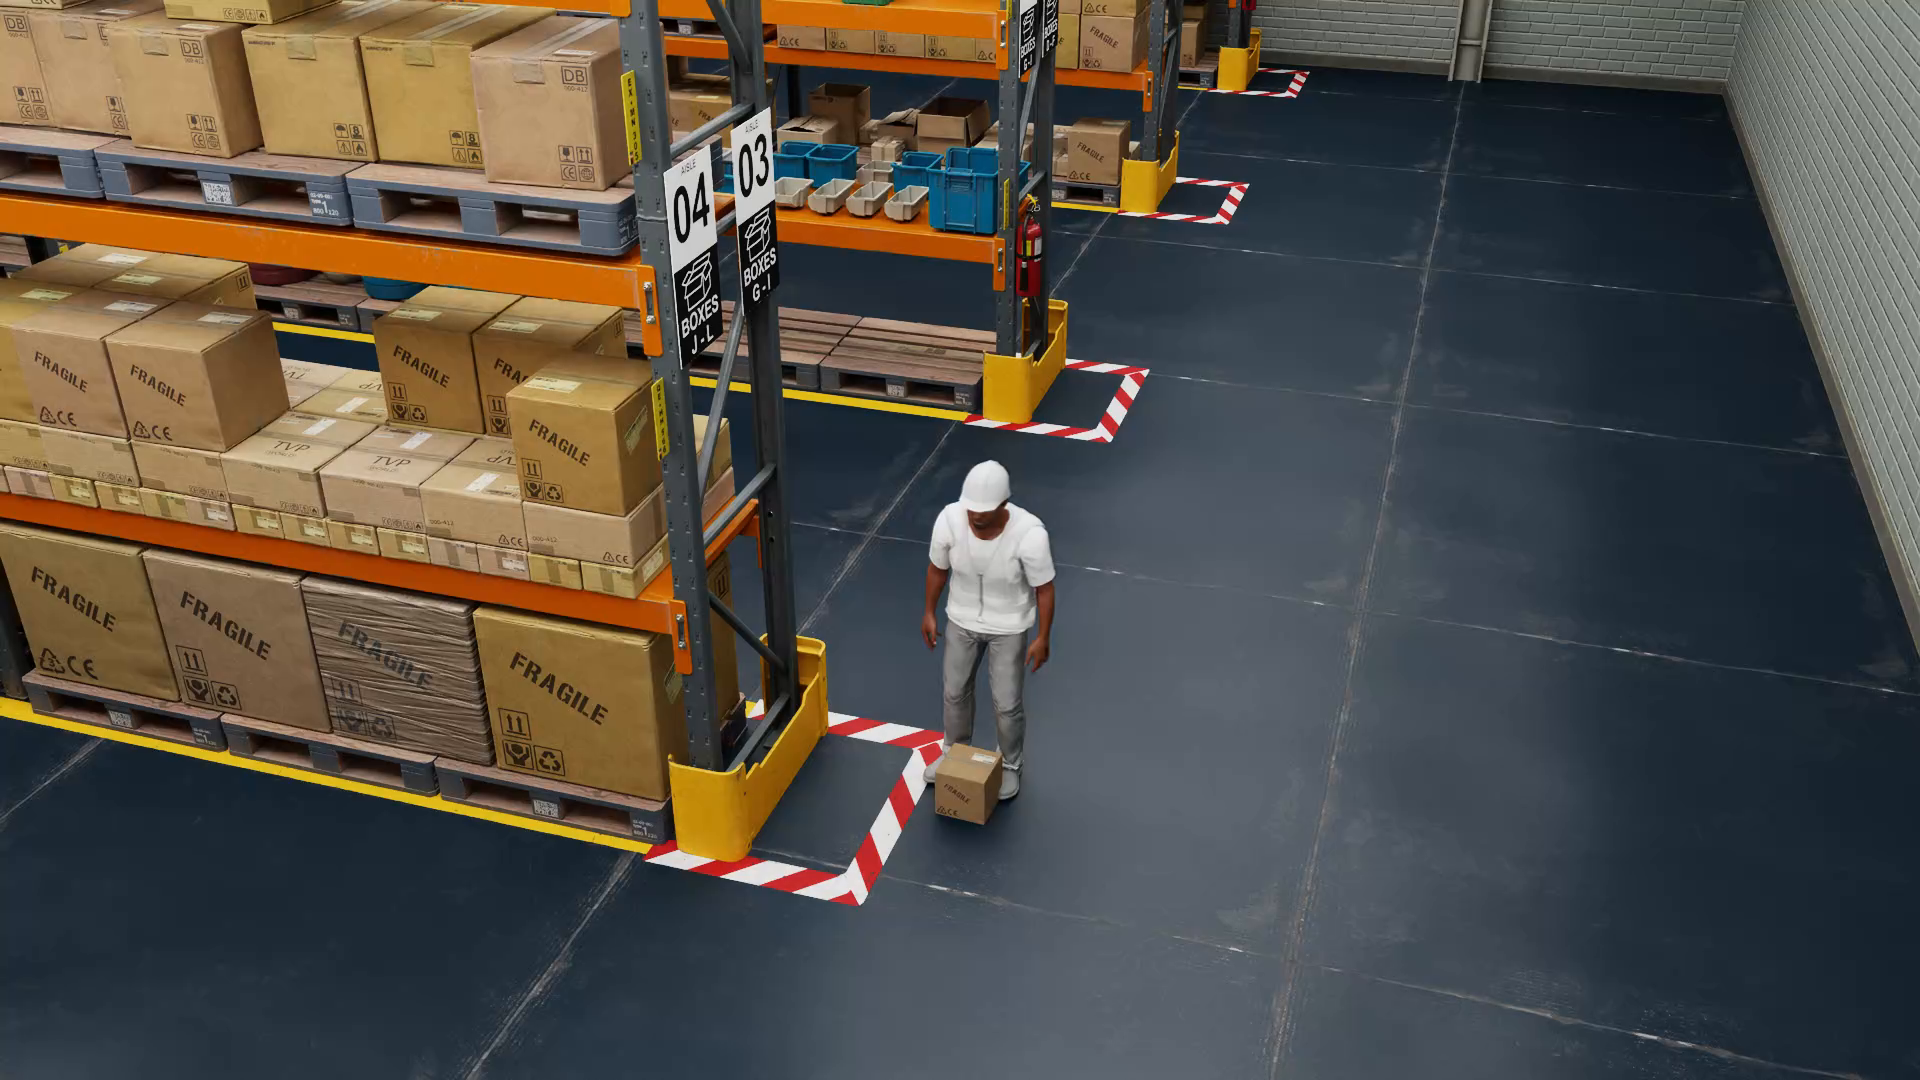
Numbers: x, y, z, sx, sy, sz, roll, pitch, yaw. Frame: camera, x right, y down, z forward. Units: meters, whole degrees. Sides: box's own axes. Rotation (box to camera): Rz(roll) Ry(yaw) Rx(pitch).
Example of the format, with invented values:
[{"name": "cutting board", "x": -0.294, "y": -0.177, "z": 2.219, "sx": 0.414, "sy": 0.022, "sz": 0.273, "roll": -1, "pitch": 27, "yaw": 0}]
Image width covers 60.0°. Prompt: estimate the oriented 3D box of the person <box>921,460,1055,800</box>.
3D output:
[{"name": "person", "x": 0.121, "y": 0.403, "z": 7.763, "sx": 0.634, "sy": 1.760, "sz": 0.463, "roll": 11, "pitch": 31, "yaw": 19}]
